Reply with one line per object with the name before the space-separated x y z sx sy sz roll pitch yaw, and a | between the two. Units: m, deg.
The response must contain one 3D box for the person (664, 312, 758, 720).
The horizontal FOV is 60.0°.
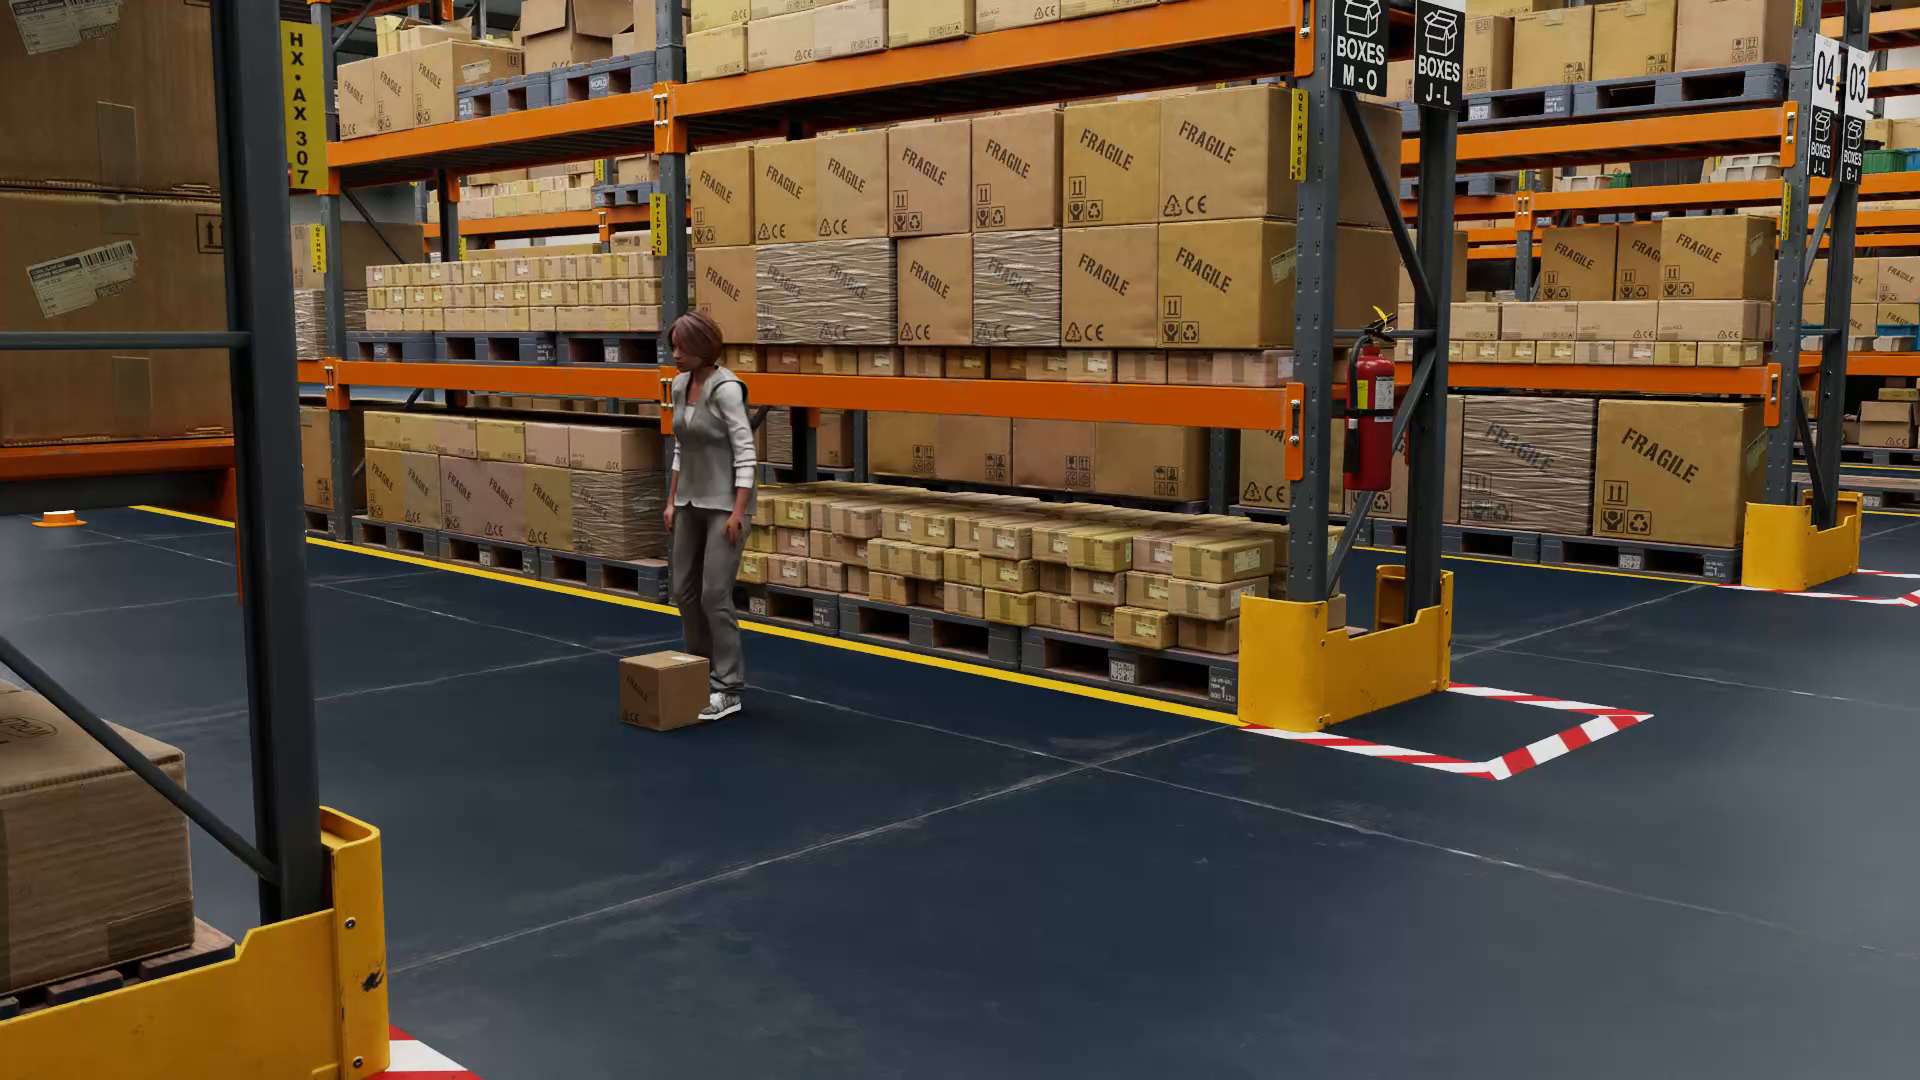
person | -1.001 -0.100 6.595 0.470 1.593 0.366 7 10 43
